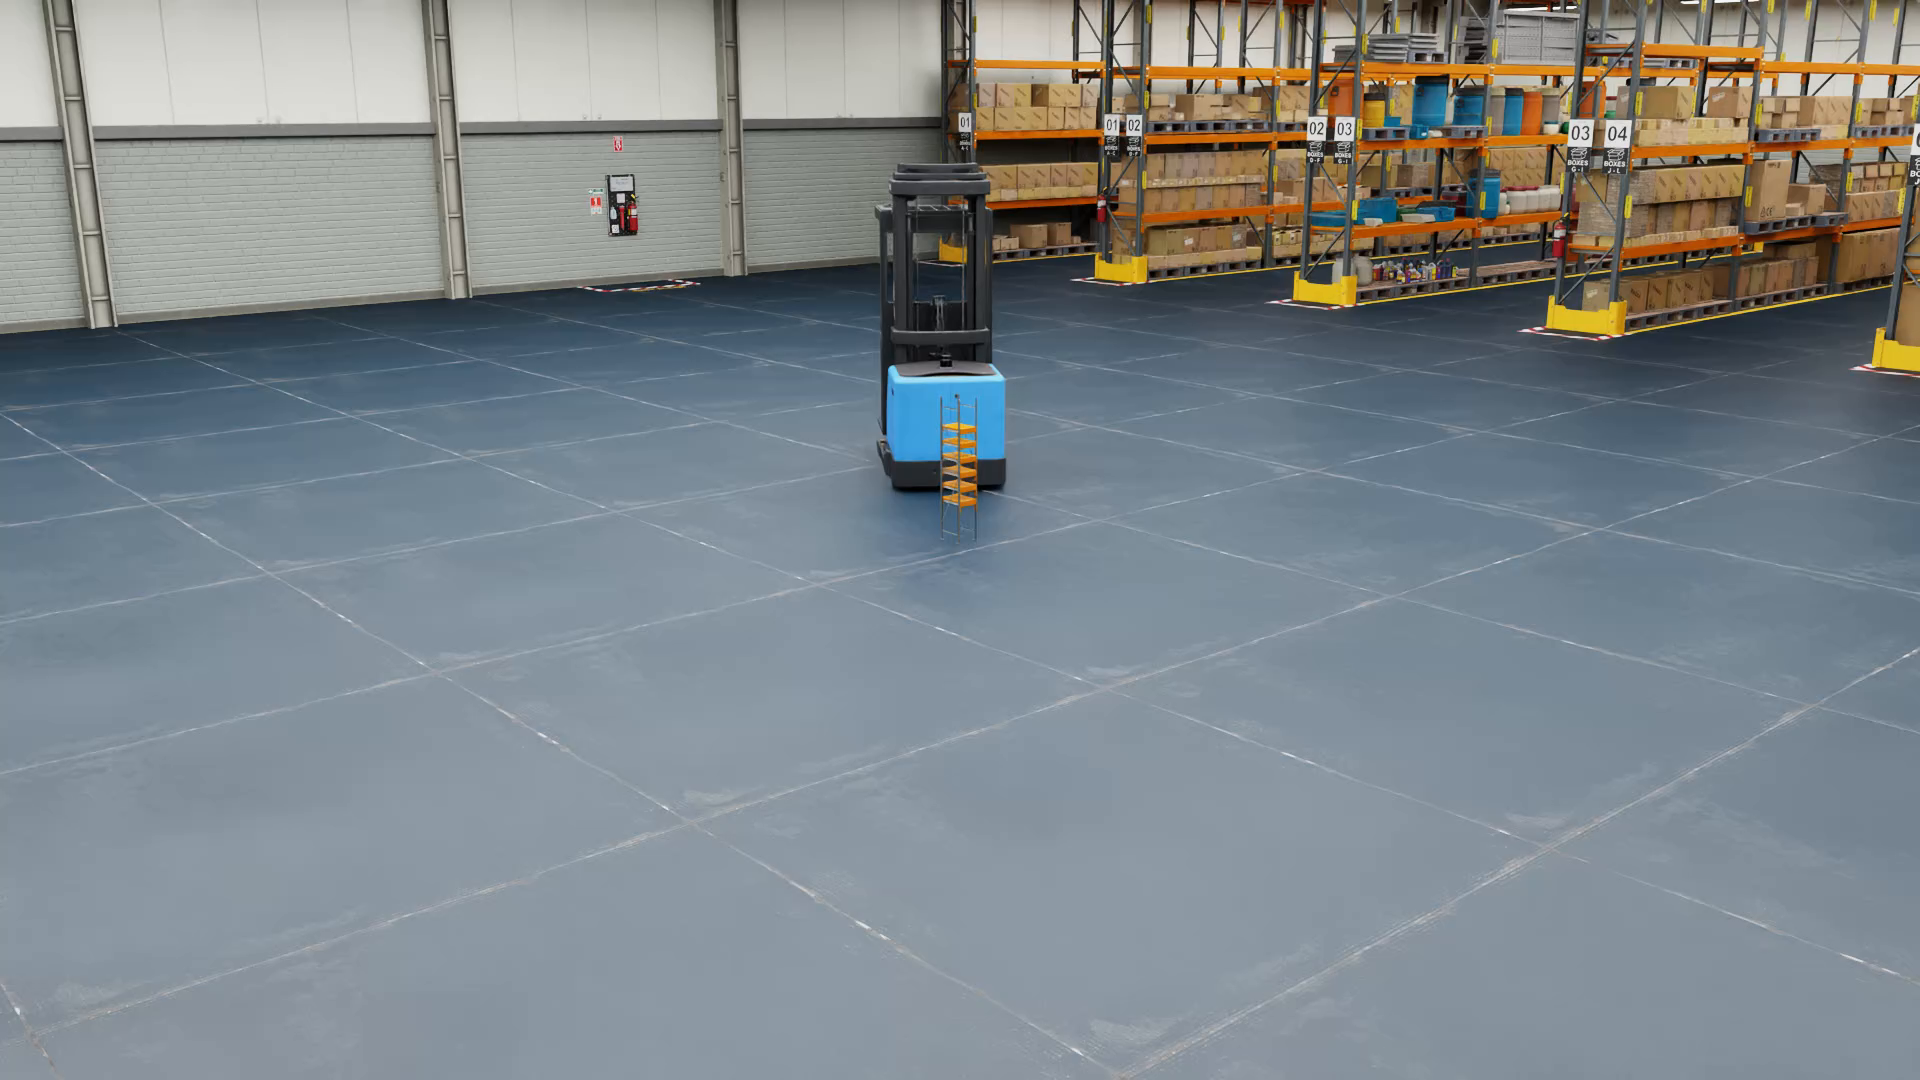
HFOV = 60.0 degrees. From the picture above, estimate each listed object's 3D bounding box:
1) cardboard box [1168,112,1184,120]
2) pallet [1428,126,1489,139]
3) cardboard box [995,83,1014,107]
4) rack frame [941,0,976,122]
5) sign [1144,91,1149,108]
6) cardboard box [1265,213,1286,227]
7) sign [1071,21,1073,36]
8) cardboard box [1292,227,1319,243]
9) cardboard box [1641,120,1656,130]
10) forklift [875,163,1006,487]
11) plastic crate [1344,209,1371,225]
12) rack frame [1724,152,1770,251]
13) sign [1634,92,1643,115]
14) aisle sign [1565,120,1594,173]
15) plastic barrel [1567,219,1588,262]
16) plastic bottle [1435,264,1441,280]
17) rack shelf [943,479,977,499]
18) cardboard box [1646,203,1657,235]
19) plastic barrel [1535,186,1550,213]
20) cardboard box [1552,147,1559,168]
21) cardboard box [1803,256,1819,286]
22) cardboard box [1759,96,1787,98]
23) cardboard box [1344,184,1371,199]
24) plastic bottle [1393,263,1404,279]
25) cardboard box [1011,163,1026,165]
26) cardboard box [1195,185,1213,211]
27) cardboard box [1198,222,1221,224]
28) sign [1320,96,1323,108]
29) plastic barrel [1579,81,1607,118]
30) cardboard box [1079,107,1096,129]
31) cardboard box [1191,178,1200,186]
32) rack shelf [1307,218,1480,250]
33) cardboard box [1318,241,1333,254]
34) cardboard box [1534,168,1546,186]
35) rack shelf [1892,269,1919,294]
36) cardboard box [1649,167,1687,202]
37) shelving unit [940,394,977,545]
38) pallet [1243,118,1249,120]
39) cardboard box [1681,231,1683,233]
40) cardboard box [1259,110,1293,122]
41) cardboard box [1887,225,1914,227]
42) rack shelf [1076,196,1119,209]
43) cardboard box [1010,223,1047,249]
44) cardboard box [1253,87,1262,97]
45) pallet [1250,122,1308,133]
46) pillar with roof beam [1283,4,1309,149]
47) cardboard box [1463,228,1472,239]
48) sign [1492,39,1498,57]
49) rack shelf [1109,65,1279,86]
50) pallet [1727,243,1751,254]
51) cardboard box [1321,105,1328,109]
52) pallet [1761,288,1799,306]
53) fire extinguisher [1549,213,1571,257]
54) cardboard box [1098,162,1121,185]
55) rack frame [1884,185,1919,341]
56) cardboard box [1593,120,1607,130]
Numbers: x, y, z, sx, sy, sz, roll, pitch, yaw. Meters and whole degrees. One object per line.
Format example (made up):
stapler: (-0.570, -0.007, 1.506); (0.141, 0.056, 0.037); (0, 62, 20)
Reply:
cardboard box: (4.222, -8.408, 33.004); (0.250, 0.149, 0.380); (-13, 19, -39)
pallet: (9.005, -7.574, 30.846); (1.003, 0.211, 1.213); (-13, 19, -39)
cardboard box: (0.826, -9.692, 36.238); (0.500, 0.500, 0.500); (-13, 20, -40)
rack frame: (-0.035, -10.507, 35.647); (0.127, 3.000, 1.000); (-13, 19, -39)
sign: (3.579, -8.445, 31.895); (0.005, 0.325, 0.100); (-13, 19, -39)
cardboard box: (7.943, -8.519, 43.182); (0.750, 0.750, 0.750); (-12, 19, -38)
sign: (2.613, -11.819, 38.443); (0.005, 0.325, 0.100); (-13, 19, -39)
cardboard box: (7.483, -6.661, 36.301); (0.500, 0.311, 0.500); (-14, 20, -41)
cardboard box: (10.338, -6.311, 25.271); (0.250, 0.149, 0.380); (-12, 19, -38)
forklift: (-0.258, -2.234, 16.434); (1.130, 2.935, 3.031); (-2, 15, -6)
plastic crate: (7.143, -5.860, 30.163); (0.408, 0.251, 0.499); (-13, 19, -39)
rack frame: (18.538, -8.390, 39.348); (0.127, 3.000, 1.000); (-13, 19, -39)
sign: (10.075, -6.481, 24.695); (0.005, 0.325, 0.100); (-13, 19, -39)
aisle sign: (9.475, -6.019, 25.434); (0.004, 0.787, 0.394); (-13, 19, -39)
plastic barrel: (12.861, -6.275, 34.823); (0.708, 0.830, 0.600); (-13, 19, -39)
plastic bottle: (8.948, -5.024, 31.157); (0.133, 0.283, 0.061); (-11, 19, -36)
rack shelf: (-0.011, -0.418, 13.628); (0.180, 0.103, 0.258); (-13, 19, -39)
cardboard box: (10.451, -5.103, 26.273); (0.500, 0.500, 0.875); (-13, 19, -39)
plastic barrel: (11.549, -6.802, 33.184); (0.421, 0.512, 0.421); (0, 15, 0)
cardboard box: (14.753, -9.672, 42.015); (0.500, 0.500, 0.500); (-12, 19, -38)
cardboard box: (15.262, -4.958, 30.491); (0.500, 0.500, 0.700); (-14, 20, -42)
cardboard box: (14.471, -7.608, 29.446); (0.500, 0.500, 0.500); (-13, 20, -41)
cardboard box: (8.951, -7.904, 37.699); (0.500, 0.311, 0.500); (-11, 19, -36)
plastic bottle: (8.257, -5.069, 31.341); (0.135, 0.276, 0.152); (-13, 19, -39)
cardboard box: (1.334, -8.286, 37.757); (0.500, 0.500, 0.500); (-12, 19, -39)
cardboard box: (4.746, -7.032, 34.071); (0.500, 0.500, 0.700); (-12, 19, -38)
cardboard box: (5.309, -6.455, 35.165); (0.500, 0.500, 0.500); (-13, 19, -39)
sign: (9.381, -11.388, 43.148); (0.005, 0.325, 0.100); (-13, 19, -39)
plastic barrel: (12.933, -8.990, 34.135); (0.708, 0.830, 0.600); (-13, 19, -39)
cardboard box: (2.761, -9.659, 38.053); (0.500, 0.500, 0.500); (-12, 19, -38)
cardboard box: (4.627, -7.249, 33.627); (0.250, 0.149, 0.380); (-13, 20, -40)
rack shelf: (7.977, -5.671, 30.562); (4.000, 0.370, 1.077); (-13, 19, -39)
cardboard box: (7.863, -6.477, 36.701); (0.500, 0.250, 0.500); (-12, 19, -38)
cardboard box: (14.361, -9.102, 41.821); (0.500, 0.500, 0.500); (-12, 19, -39)
rack shelf: (14.408, -3.724, 23.273); (4.000, 0.370, 1.077); (-13, 19, -39)
cardboard box: (11.071, -5.599, 26.191); (0.500, 0.500, 0.500); (-13, 19, -39)
shelving unit: (-0.011, -0.577, 13.586); (0.189, 1.200, 0.258); (-13, 19, -39)
pallet: (6.450, -10.441, 41.579); (1.003, 0.211, 1.213); (-12, 19, -37)
cardboard box: (11.387, -4.899, 26.766); (0.250, 0.149, 0.380); (-13, 19, -39)
cardboard box: (6.708, -9.004, 35.312); (0.500, 0.250, 0.500); (-10, 18, -34)
cardboard box: (18.302, -5.812, 33.001); (0.875, 0.875, 1.225); (-13, 19, -39)
rack shelf: (4.491, -8.277, 40.319); (4.000, 0.370, 1.077); (-13, 19, -39)
cardboard box: (1.562, -6.924, 37.850); (0.500, 0.500, 0.700); (-14, 21, -43)
cardboard box: (7.861, -11.493, 42.654); (0.500, 0.250, 0.500); (-13, 20, -41)
pallet: (6.894, -8.831, 35.556); (1.217, 0.209, 0.805); (-14, 20, -42)
pillar with roof beam: (11.803, -11.988, 41.194); (0.400, 9.000, 9.100); (-13, 19, -39)
cardboard box: (12.088, -7.543, 40.167); (0.500, 0.500, 0.500); (-13, 20, -40)
sign: (9.838, -9.046, 30.582); (0.005, 0.325, 0.100); (-13, 19, -39)
rack shelf: (4.728, -9.341, 33.452); (4.000, 0.370, 1.077); (-13, 19, -39)
pallet: (17.890, -6.911, 39.213); (1.213, 0.211, 1.003); (-13, 19, -39)
cardboard box: (9.711, -11.335, 43.843); (0.500, 0.250, 0.500); (-13, 20, -40)
pallet: (14.244, -4.386, 29.760); (1.213, 0.211, 1.003); (-13, 19, -39)
fire extinguisher: (9.330, -4.748, 25.864); (0.183, 0.674, 0.296); (-13, 19, -39)
cardboard box: (3.388, -8.626, 39.186); (0.500, 0.500, 0.700); (-13, 19, -39)
rack frame: (12.899, -3.733, 21.912); (0.127, 3.000, 1.000); (-13, 19, -39)
cardboard box: (9.724, -6.392, 25.575); (0.250, 0.149, 0.380); (-13, 19, -39)
